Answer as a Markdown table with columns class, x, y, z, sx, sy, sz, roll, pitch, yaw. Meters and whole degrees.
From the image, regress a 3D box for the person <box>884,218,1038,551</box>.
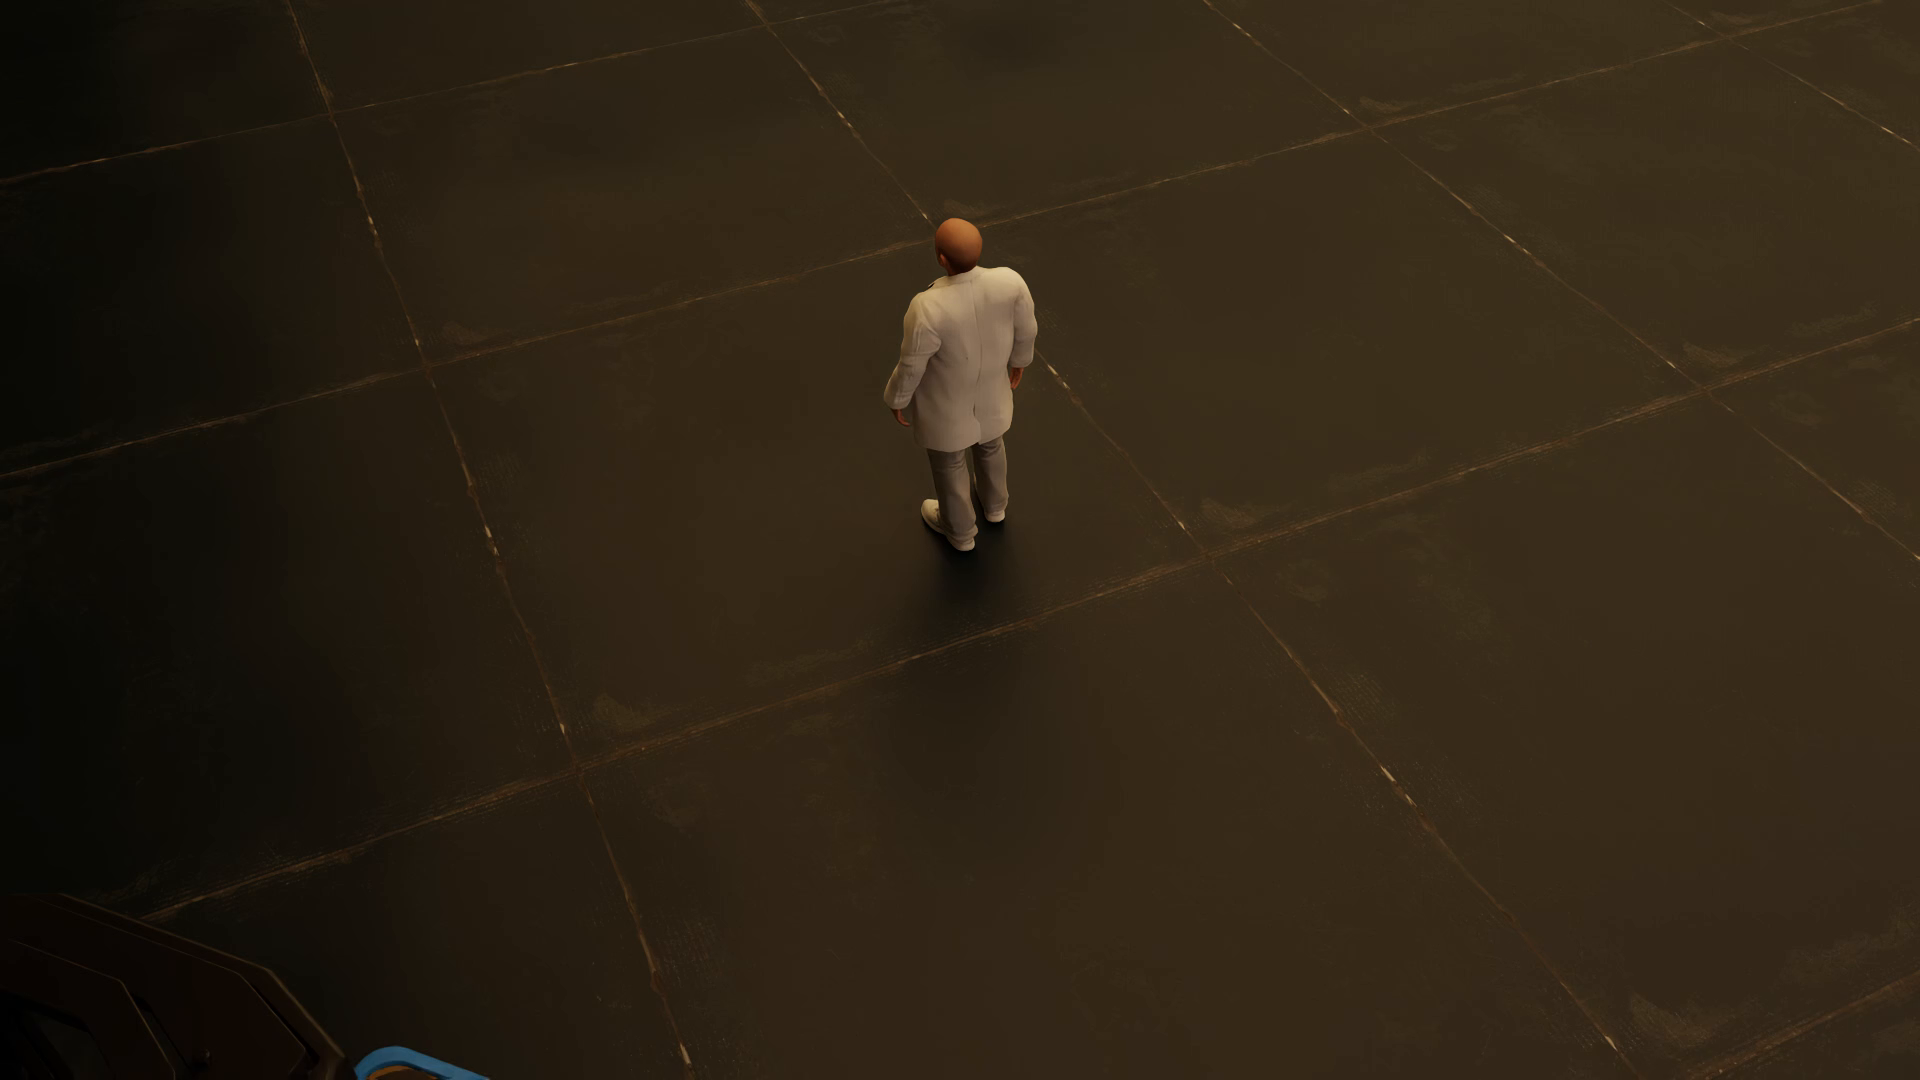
| class | x | y | z | sx | sy | sz | roll | pitch | yaw |
| --- | --- | --- | --- | --- | --- | --- | --- | --- | --- |
| person | -0.035 | -0.713 | 7.278 | 0.698 | 1.778 | 0.578 | -18 | 46 | -18 |

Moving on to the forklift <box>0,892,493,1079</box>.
| class | x | y | z | sx | sy | sz | roll | pitch | yaw |
| --- | --- | --- | --- | --- | --- | --- | --- | --- | --- |
| forklift | -1.722 | 2.195 | 3.328 | 1.130 | 2.935 | 3.031 | 14 | 45 | 15 |
